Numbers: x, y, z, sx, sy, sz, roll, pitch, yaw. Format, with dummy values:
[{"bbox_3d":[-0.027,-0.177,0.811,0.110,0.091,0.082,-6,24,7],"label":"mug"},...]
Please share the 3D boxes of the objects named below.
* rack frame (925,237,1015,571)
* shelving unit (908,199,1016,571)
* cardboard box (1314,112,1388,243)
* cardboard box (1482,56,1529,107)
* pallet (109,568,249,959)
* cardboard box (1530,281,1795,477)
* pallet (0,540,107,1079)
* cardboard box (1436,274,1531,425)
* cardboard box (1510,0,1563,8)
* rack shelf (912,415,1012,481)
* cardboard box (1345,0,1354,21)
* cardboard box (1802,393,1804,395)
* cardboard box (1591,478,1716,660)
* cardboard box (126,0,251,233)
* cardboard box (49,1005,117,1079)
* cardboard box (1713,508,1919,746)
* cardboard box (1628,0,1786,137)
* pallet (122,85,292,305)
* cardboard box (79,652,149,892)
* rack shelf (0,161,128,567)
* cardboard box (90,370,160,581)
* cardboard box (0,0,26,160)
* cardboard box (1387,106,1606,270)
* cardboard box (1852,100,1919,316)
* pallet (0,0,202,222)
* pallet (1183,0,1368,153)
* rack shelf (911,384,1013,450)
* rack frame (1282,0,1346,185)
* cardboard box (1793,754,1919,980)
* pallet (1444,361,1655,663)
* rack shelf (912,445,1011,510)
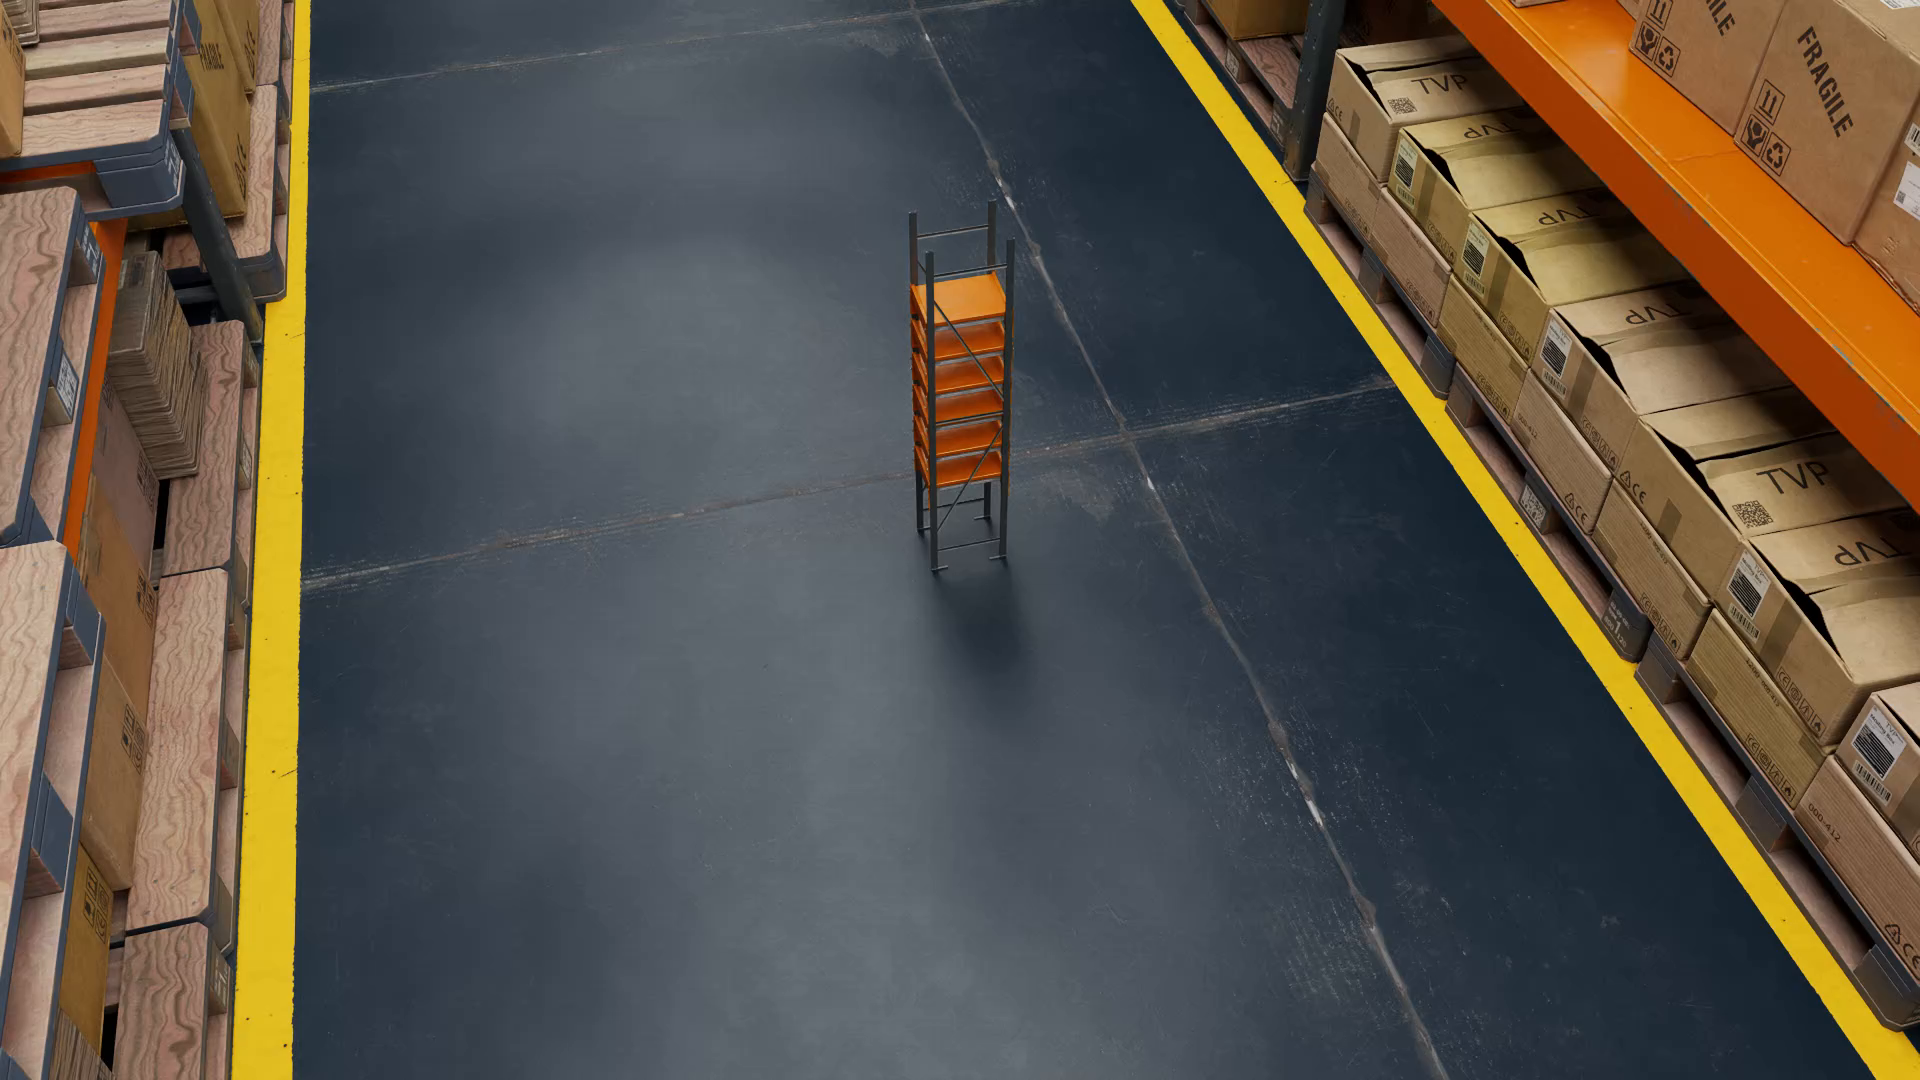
[{"bbox_3d":[0.027,-0.347,4.750,0.240,1.200,0.006,-11,47,-10],"label":"rack frame"},{"bbox_3d":[0.004,-0.410,4.812,0.258,1.200,0.189,-11,47,-10],"label":"shelving unit"},{"bbox_3d":[1.652,-1.374,6.127,0.500,0.250,0.500,-11,47,-10],"label":"cardboard box"},{"bbox_3d":[2.174,-1.669,6.024,0.500,0.311,0.500,-10,46,-9],"label":"cardboard box"},{"bbox_3d":[-2.478,0.660,4.455,1.003,0.211,1.213,-11,47,-10],"label":"pallet"},{"bbox_3d":[2.055,-0.502,4.880,0.500,0.311,0.500,-11,47,-11],"label":"cardboard box"},{"bbox_3d":[-2.017,0.578,2.717,1.003,0.211,1.213,-11,47,-10],"label":"pallet"},{"bbox_3d":[1.921,-0.669,5.437,0.500,0.250,0.500,-12,47,-11],"label":"cardboard box"},{"bbox_3d":[1.844,-1.921,5.094,0.500,0.311,0.500,-11,47,-11],"label":"cardboard box"},{"bbox_3d":[0.004,-0.295,4.929,0.258,0.103,0.180,-11,47,-10],"label":"rack shelf"},{"bbox_3d":[1.822,-2.611,7.150,0.500,0.500,0.500,-12,47,-12],"label":"cardboard box"},{"bbox_3d":[2.566,-0.616,4.992,0.500,0.311,0.500,-10,46,-9],"label":"cardboard box"},{"bbox_3d":[2.181,0.036,4.745,0.500,0.250,0.500,-10,46,-9],"label":"cardboard box"},{"bbox_3d":[-3.047,-1.623,5.951,0.750,0.750,0.750,-11,47,-11],"label":"cardboard box"},{"bbox_3d":[-2.166,1.281,3.336,0.700,0.500,0.500,-9,46,-9],"label":"cardboard box"},{"bbox_3d":[2.306,0.191,4.201,0.500,0.311,0.500,-10,46,-9],"label":"cardboard box"},{"bbox_3d":[2.247,-1.484,4.534,0.500,0.500,0.500,-13,47,-12],"label":"cardboard box"},{"bbox_3d":[-3.115,-1.278,6.355,1.003,0.211,1.213,-11,47,-10],"label":"pallet"},{"bbox_3d":[-2.438,0.574,4.030,0.700,0.500,0.500,-10,46,-10],"label":"cardboard box"},{"bbox_3d":[-2.474,-0.064,3.716,1.077,0.370,4.000,-11,47,-10],"label":"rack shelf"},{"bbox_3d":[-2.731,-0.111,4.701,0.700,0.500,0.500,-11,47,-10],"label":"cardboard box"},{"bbox_3d":[-2.686,-1.182,3.930,0.700,0.500,0.500,-15,47,-14],"label":"cardboard box"},{"bbox_3d":[1.795,-1.209,5.573,0.500,0.311,0.500,-12,47,-11],"label":"cardboard box"},{"bbox_3d":[2.510,-0.775,3.839,0.500,0.500,0.500,-8,46,-7],"label":"cardboard box"},{"bbox_3d":[-2.700,-1.157,4.418,1.213,0.211,1.003,-11,47,-10],"label":"pallet"},{"bbox_3d":[1.647,-2.151,7.210,1.003,0.211,1.213,-11,47,-10],"label":"pallet"},{"bbox_3d":[0.004,-0.379,4.843,0.258,0.103,0.180,-11,47,-10],"label":"rack shelf"},{"bbox_3d":[1.802,-2.605,5.702,1.000,3.000,0.127,-11,47,-10],"label":"rack frame"},{"bbox_3d":[2.440,0.739,4.057,0.500,0.250,0.500,-11,47,-11],"label":"cardboard box"},{"bbox_3d":[2.284,-0.212,5.310,1.003,0.211,1.213,-11,47,-10],"label":"pallet"},{"bbox_3d":[0.004,-0.211,5.015,0.258,0.103,0.180,-11,47,-10],"label":"rack shelf"}]
